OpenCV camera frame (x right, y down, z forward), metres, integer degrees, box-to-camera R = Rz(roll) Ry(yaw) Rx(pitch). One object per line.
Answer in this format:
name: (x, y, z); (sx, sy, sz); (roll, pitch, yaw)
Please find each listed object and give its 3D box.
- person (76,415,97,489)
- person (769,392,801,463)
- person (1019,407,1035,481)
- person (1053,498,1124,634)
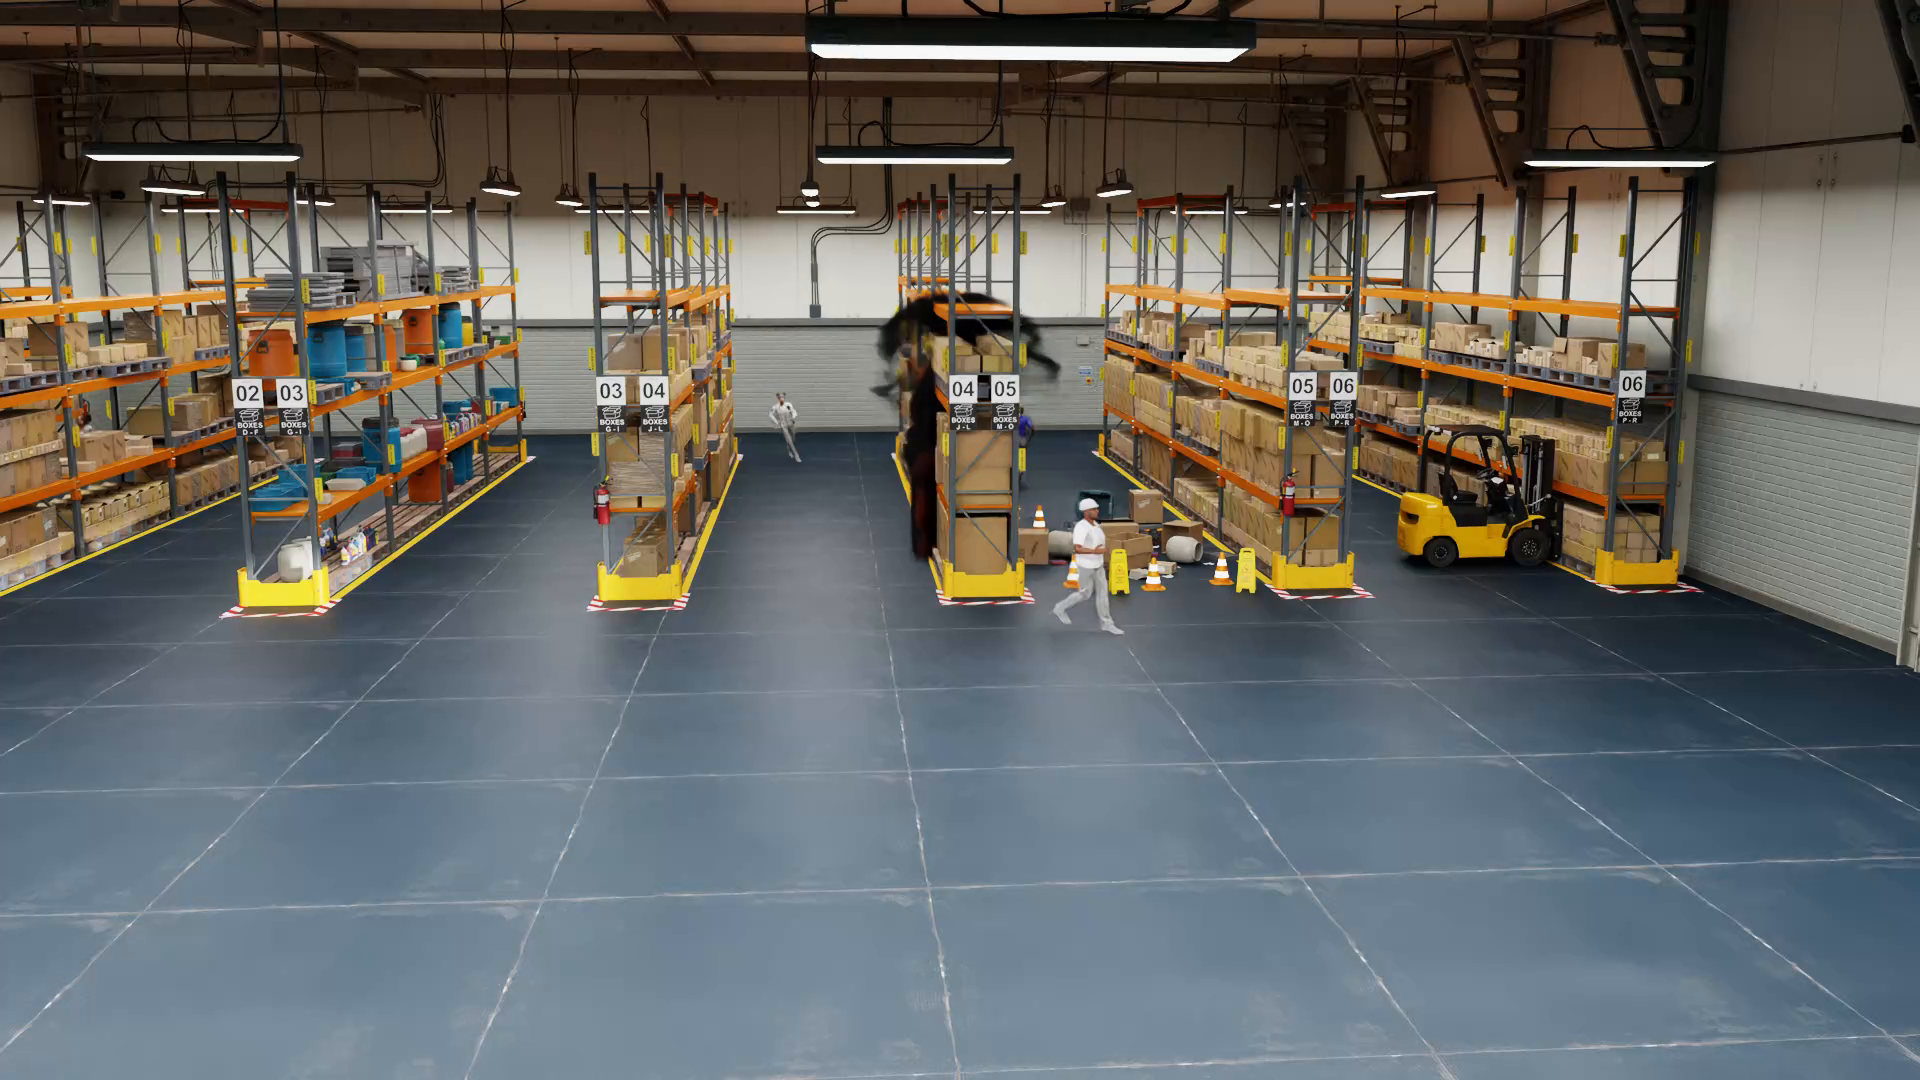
person: (-18.130, -1.811, 34.437); (0.510, 1.556, 0.519); (-2, 10, -13)
person: (-4.137, -2.671, 39.120); (0.638, 1.656, 0.862); (-4, 11, -21)
person: (1.271, -2.036, 35.482); (0.587, 1.628, 0.878); (-2, 10, -13)
person: (1.678, 0.334, 21.622); (0.972, 1.765, 0.699); (6, 12, 29)
